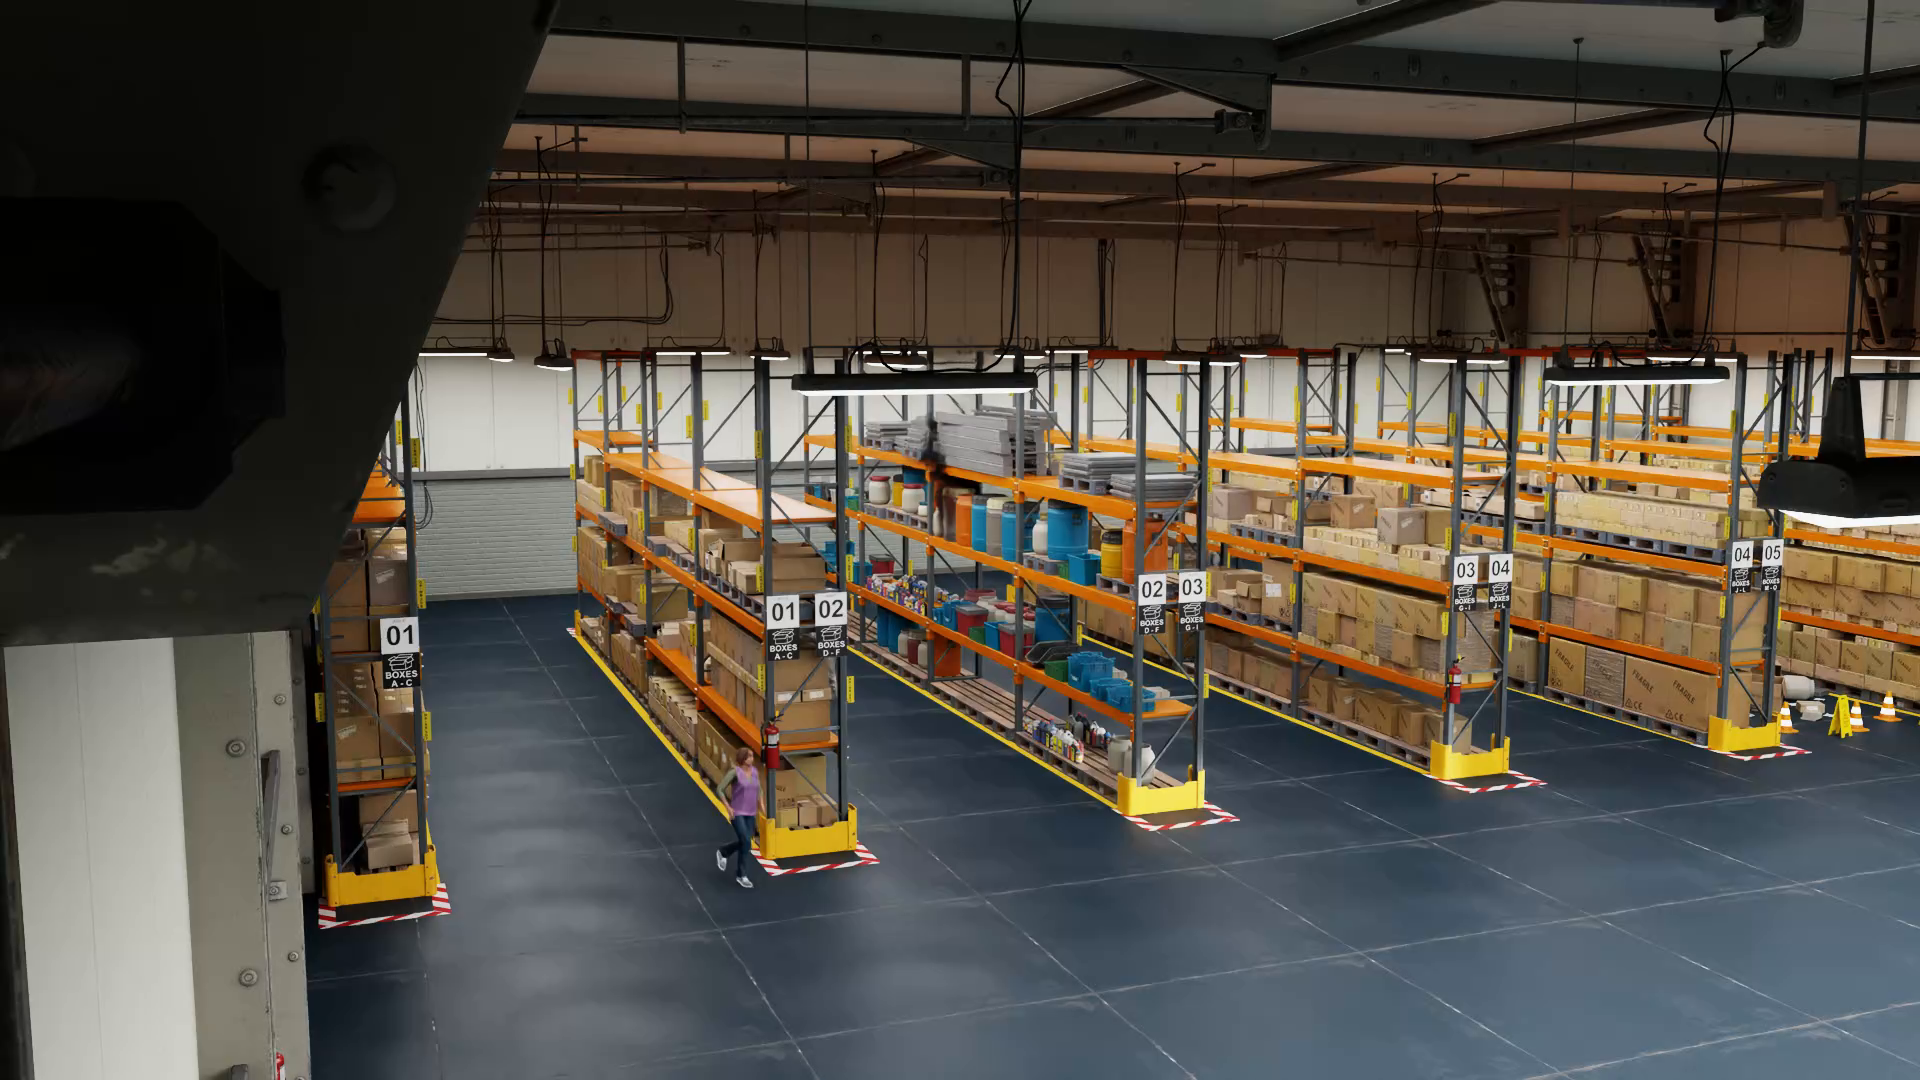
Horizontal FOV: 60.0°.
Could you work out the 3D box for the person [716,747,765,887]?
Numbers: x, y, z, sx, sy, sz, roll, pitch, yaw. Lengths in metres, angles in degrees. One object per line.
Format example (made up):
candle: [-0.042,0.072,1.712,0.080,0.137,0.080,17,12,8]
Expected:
person: [-2.553,3.180,19.299,0.650,1.575,0.582,6,9,41]

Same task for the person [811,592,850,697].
person: [-2.166,1.697,27.916,0.707,1.786,0.920,-3,8,-24]

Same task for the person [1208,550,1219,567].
person: [6.372,0.308,42.039,0.508,1.558,0.627,6,9,40]
